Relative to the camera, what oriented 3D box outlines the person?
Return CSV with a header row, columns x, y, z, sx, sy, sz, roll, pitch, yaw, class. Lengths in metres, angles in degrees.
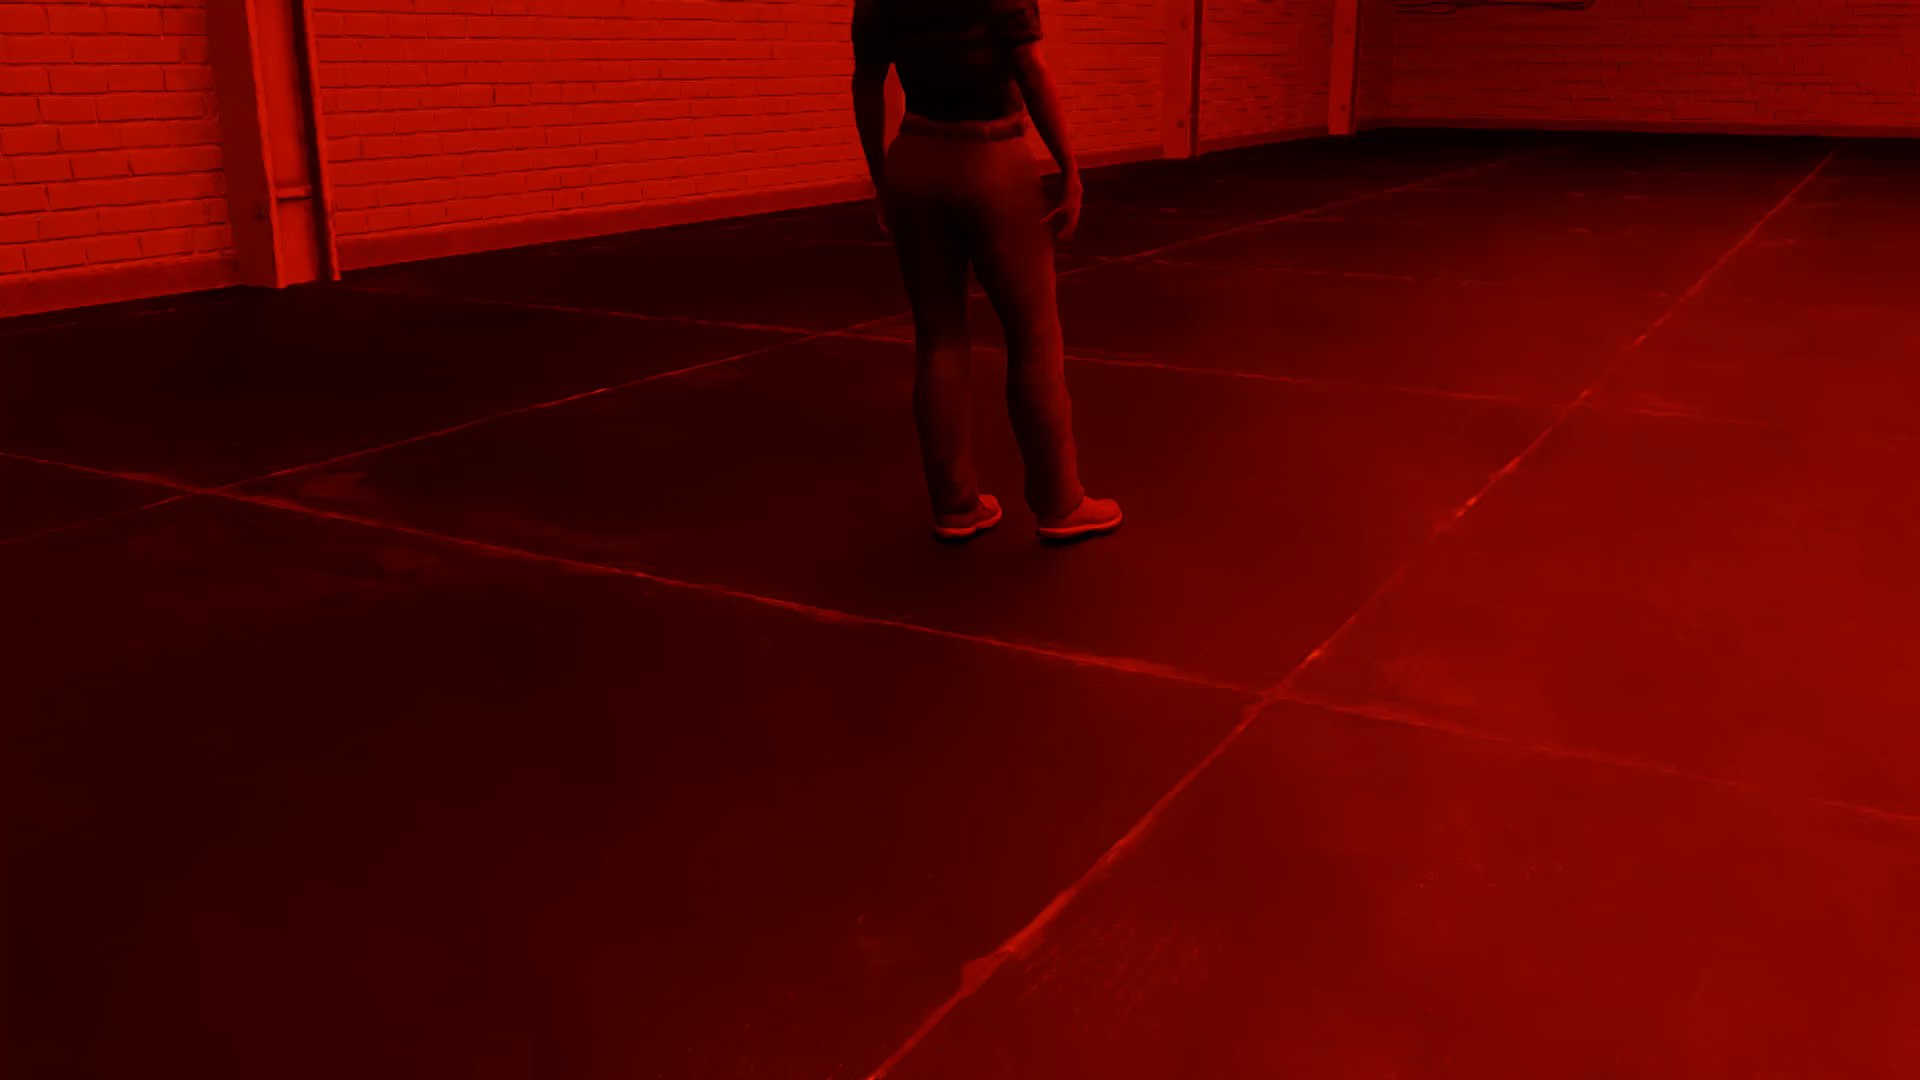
x,y,z,sx,sy,sz,roll,pitch,yaw,class
0.060,-0.819,3.869,0.570,1.654,0.503,9,19,28,person
